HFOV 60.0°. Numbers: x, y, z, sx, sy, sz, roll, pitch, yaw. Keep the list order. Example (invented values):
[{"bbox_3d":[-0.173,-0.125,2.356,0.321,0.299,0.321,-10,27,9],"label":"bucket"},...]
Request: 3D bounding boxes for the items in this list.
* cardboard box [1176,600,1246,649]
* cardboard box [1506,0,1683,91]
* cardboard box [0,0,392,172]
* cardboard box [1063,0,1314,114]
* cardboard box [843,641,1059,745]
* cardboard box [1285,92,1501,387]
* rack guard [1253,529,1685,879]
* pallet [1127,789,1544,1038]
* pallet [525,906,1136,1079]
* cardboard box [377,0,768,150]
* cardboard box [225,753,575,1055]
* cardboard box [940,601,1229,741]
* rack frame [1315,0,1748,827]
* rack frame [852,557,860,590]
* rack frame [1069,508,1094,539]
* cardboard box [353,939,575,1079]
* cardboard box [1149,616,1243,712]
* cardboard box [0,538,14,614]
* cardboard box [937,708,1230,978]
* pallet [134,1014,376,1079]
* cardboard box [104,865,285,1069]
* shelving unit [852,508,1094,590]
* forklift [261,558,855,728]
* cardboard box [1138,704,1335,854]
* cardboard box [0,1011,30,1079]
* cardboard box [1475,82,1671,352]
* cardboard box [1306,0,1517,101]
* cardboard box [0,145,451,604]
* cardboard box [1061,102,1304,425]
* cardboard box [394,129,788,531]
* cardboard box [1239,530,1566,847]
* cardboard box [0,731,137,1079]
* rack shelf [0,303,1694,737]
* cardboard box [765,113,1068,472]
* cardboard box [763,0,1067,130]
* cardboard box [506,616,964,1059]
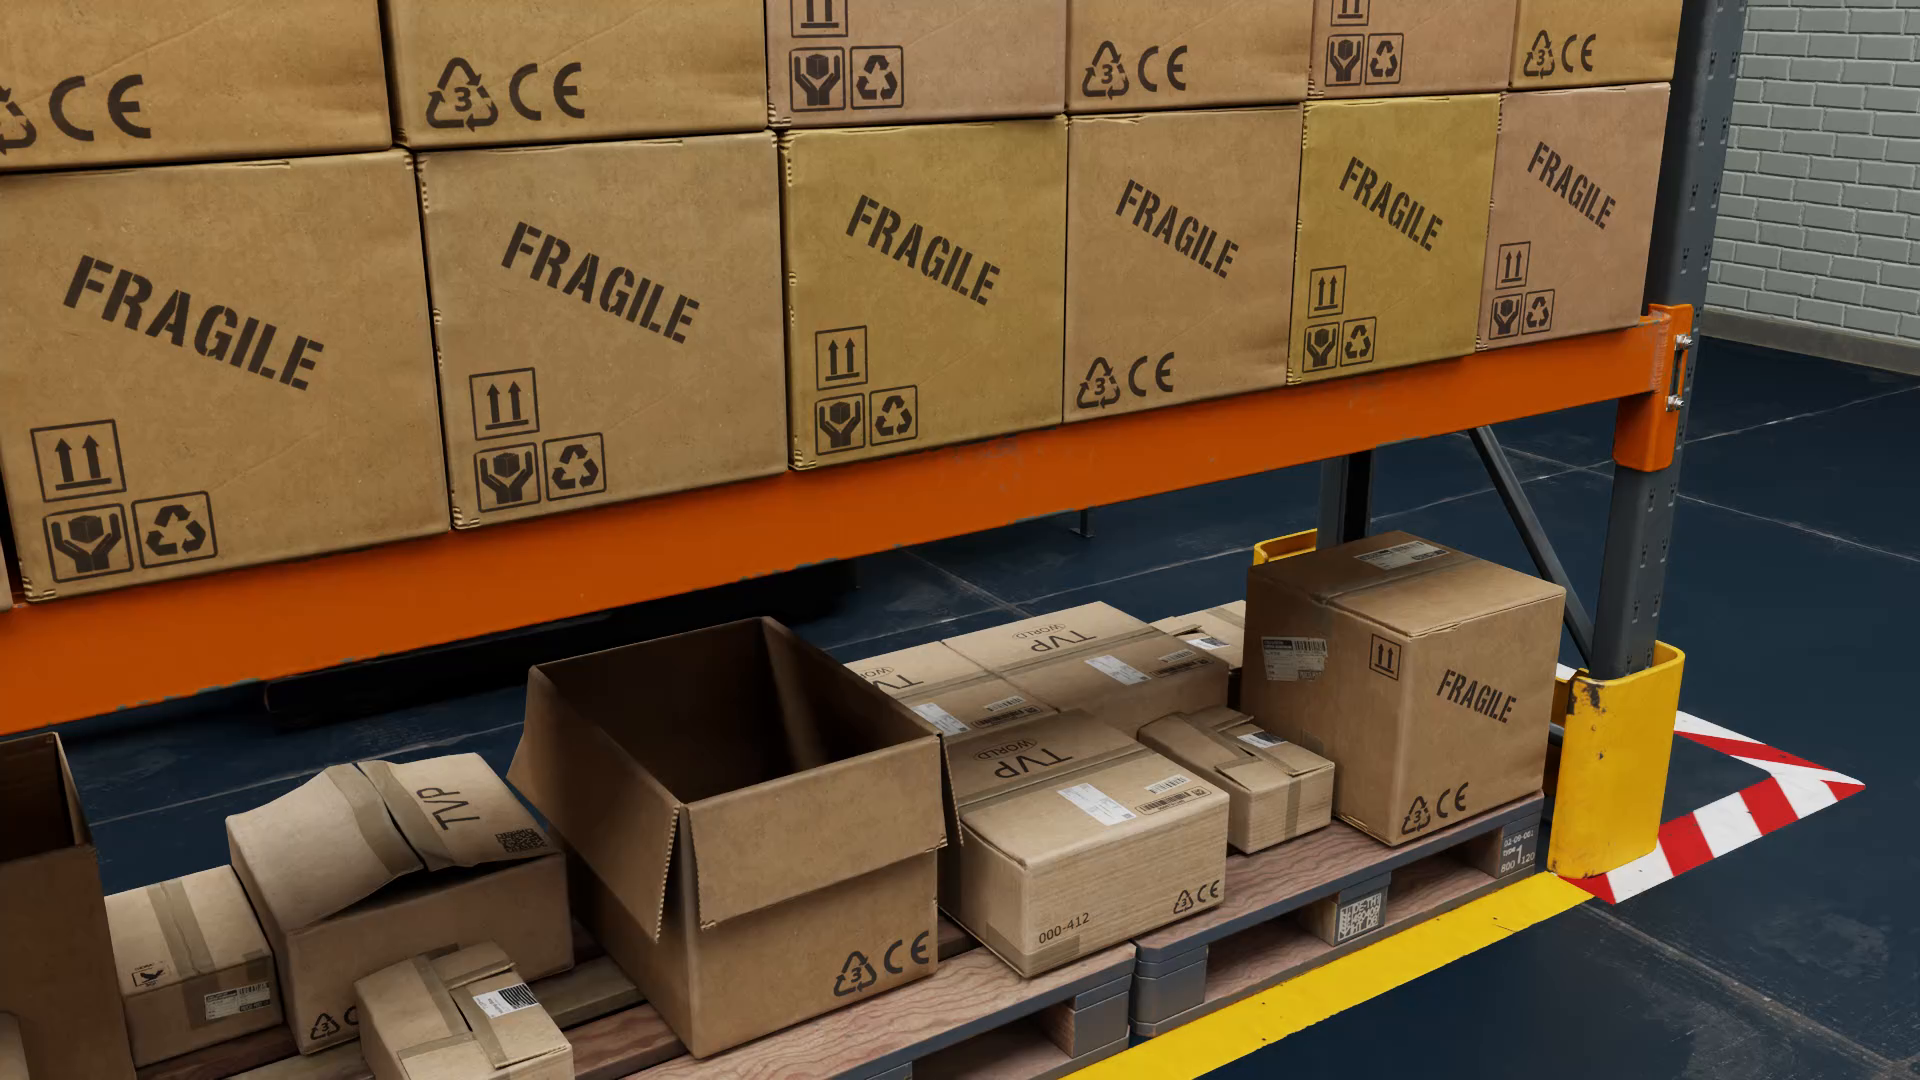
[{"bbox_3d":[0.783,0.306,4.421,0.250,0.149,0.380,-12,22,-31],"label":"cardboard box"},{"bbox_3d":[1.101,-1.187,3.355,0.500,0.500,0.500,-12,22,-32],"label":"cardboard box"},{"bbox_3d":[-1.040,-0.733,2.013,0.500,0.500,0.500,-13,22,-33],"label":"cardboard box"},{"bbox_3d":[0.249,-1.005,2.817,0.500,0.500,0.500,-11,22,-30],"label":"cardboard box"},{"bbox_3d":[-0.124,0.472,3.771,0.500,0.250,0.500,-12,22,-31],"label":"cardboard box"},{"bbox_3d":[0.666,-0.621,3.243,0.500,0.500,0.500,-12,22,-31],"label":"cardboard box"},{"bbox_3d":[1.258,0.380,4.342,0.348,0.500,1.175,-12,22,-31],"label":"rack guard"},{"bbox_3d":[0.593,0.657,3.972,1.213,0.211,1.003,-12,22,-31],"label":"pallet"},{"bbox_3d":[-0.425,0.871,3.340,1.213,0.211,1.003,-12,22,-31],"label":"pallet"},{"bbox_3d":[-0.611,-0.824,2.280,0.500,0.500,0.500,-13,22,-33],"label":"cardboard box"},{"bbox_3d":[-1.073,0.644,3.169,0.500,0.311,0.500,-12,22,-31],"label":"cardboard box"},{"bbox_3d":[0.294,0.384,4.031,0.500,0.250,0.500,-12,22,-31],"label":"cardboard box"},{"bbox_3d":[1.322,-0.818,3.981,0.127,3.000,1.000,-12,22,-31],"label":"rack frame"},{"bbox_3d":[-0.496,-0.606,5.695,0.032,1.500,0.500,-12,22,-31],"label":"rack frame"},{"bbox_3d":[0.353,-0.785,6.225,0.032,1.500,0.500,-12,22,-31],"label":"rack frame"},{"bbox_3d":[-0.833,0.849,2.786,0.250,0.166,0.380,-12,22,-31],"label":"cardboard box"},{"bbox_3d":[0.574,0.342,4.288,0.250,0.166,0.380,-12,22,-31],"label":"cardboard box"},{"bbox_3d":[-1.444,-0.178,1.931,0.500,0.500,0.500,-11,22,-30],"label":"cardboard box"},{"bbox_3d":[0.193,0.597,3.401,0.500,0.250,0.500,-12,22,-31],"label":"cardboard box"},{"bbox_3d":[-1.445,1.087,2.700,1.213,0.211,1.003,-12,22,-31],"label":"pallet"},{"bbox_3d":[-1.419,0.770,3.047,0.250,0.149,0.380,-12,22,-31],"label":"cardboard box"},{"bbox_3d":[-0.071,-0.695,5.960,1.048,1.500,0.538,-12,22,-31],"label":"shelving unit"},{"bbox_3d":[-1.885,-1.053,4.784,3.031,2.935,1.130,-11,21,-29],"label":"forklift"},{"bbox_3d":[0.615,0.525,3.746,0.250,0.166,0.380,-12,22,-31],"label":"cardboard box"},{"bbox_3d":[-1.550,0.936,2.304,0.500,0.311,0.500,-12,22,-31],"label":"cardboard box"},{"bbox_3d":[1.097,-0.714,3.516,0.500,0.500,0.500,-11,22,-30],"label":"cardboard box"},{"bbox_3d":[0.680,-1.098,3.091,0.500,0.500,0.500,-11,22,-30],"label":"cardboard box"},{"bbox_3d":[-1.018,-0.269,2.200,0.500,0.500,0.500,-11,22,-30],"label":"cardboard box"},{"bbox_3d":[0.246,-0.535,2.987,0.500,0.500,0.500,-12,22,-31],"label":"cardboard box"},{"bbox_3d":[-0.599,-0.356,2.459,0.500,0.500,0.500,-12,22,-32],"label":"cardboard box"},{"bbox_3d":[1.003,0.319,3.832,0.500,0.500,0.500,-12,22,-31],"label":"cardboard box"},{"bbox_3d":[-1.699,0.686,2.748,0.500,0.500,0.500,-12,22,-31],"label":"cardboard box"},{"bbox_3d":[-0.349,-0.125,3.054,4.000,0.370,1.077,-12,22,-31],"label":"rack shelf"},{"bbox_3d":[-0.175,-0.446,2.725,0.500,0.500,0.500,-12,22,-32],"label":"cardboard box"},{"bbox_3d":[-0.180,-0.915,2.550,0.500,0.500,0.500,-11,22,-30],"label":"cardboard box"},{"bbox_3d":[-0.453,0.528,3.209,0.637,0.503,0.797,-12,22,-31],"label":"cardboard box"}]
